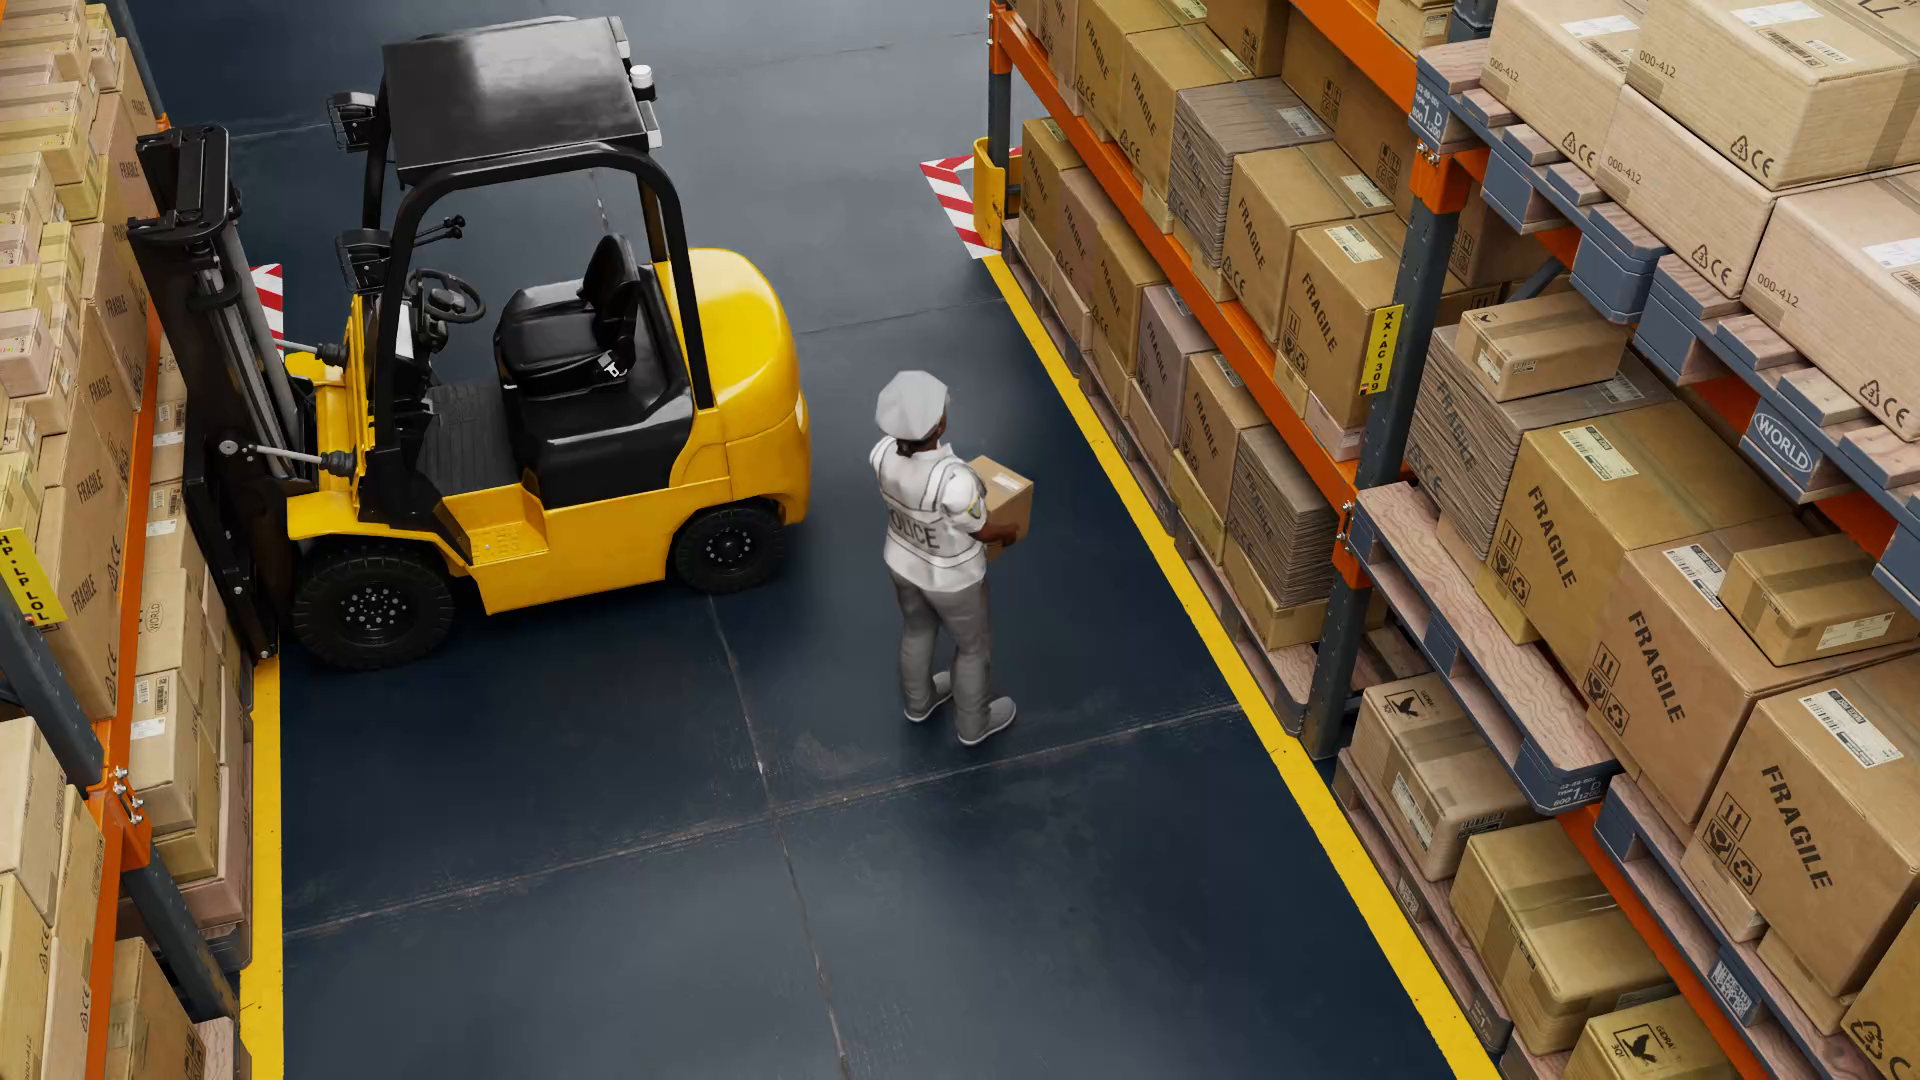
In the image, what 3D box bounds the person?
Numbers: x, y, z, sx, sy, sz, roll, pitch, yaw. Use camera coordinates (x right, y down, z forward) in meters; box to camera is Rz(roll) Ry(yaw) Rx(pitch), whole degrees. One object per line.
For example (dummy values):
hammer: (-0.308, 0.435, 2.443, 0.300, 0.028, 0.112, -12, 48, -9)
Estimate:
person: (-0.045, 0.054, 6.072, 0.474, 1.702, 0.522, 30, 50, 28)
